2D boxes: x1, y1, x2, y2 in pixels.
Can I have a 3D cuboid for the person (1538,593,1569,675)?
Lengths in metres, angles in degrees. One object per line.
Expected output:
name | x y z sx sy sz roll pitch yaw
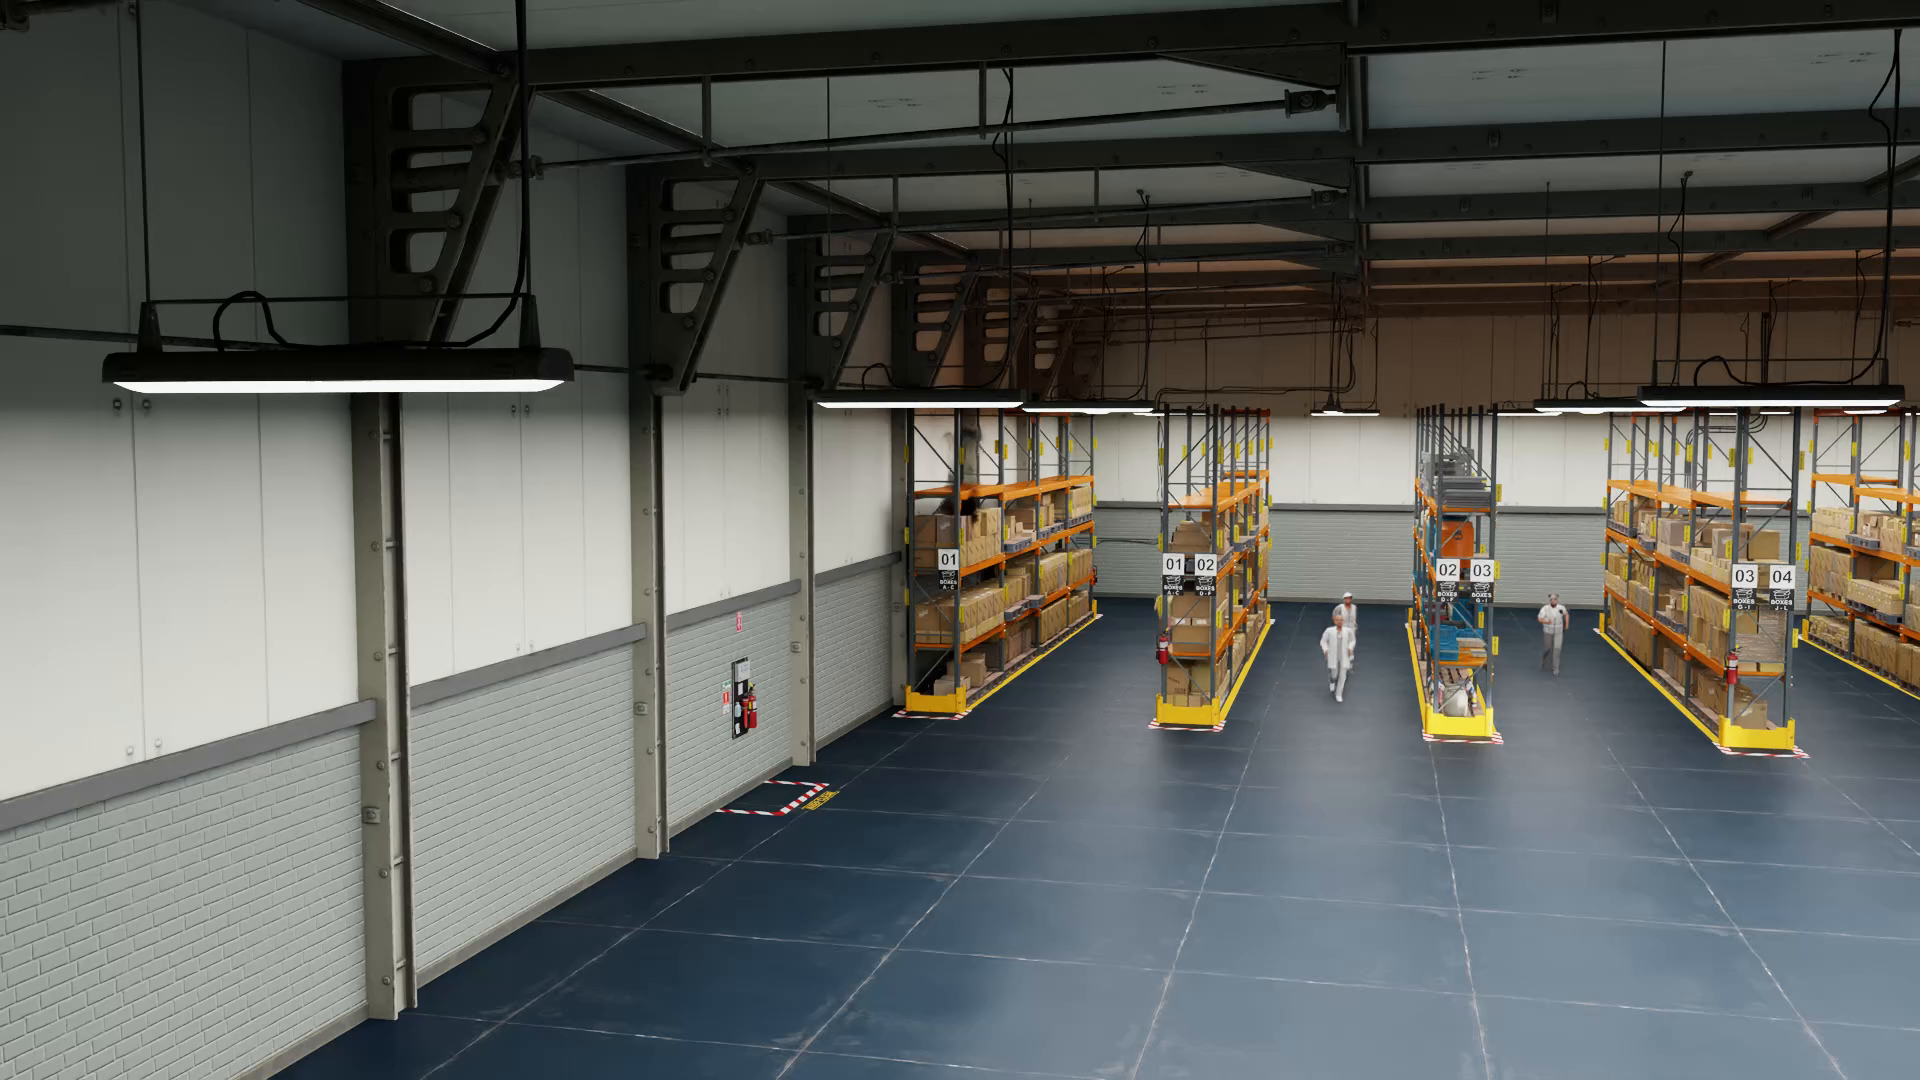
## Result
person | 13.457 2.092 37.732 0.673 1.812 0.980 1 4 14

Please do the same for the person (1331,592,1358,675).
person | 8.700 2.089 37.591 0.626 1.825 0.888 0 4 0

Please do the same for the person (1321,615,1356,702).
person | 7.733 2.393 33.969 0.710 1.743 0.715 0 4 6

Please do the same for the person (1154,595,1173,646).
person | 5.024 1.940 40.565 0.588 1.642 0.898 1 4 9
